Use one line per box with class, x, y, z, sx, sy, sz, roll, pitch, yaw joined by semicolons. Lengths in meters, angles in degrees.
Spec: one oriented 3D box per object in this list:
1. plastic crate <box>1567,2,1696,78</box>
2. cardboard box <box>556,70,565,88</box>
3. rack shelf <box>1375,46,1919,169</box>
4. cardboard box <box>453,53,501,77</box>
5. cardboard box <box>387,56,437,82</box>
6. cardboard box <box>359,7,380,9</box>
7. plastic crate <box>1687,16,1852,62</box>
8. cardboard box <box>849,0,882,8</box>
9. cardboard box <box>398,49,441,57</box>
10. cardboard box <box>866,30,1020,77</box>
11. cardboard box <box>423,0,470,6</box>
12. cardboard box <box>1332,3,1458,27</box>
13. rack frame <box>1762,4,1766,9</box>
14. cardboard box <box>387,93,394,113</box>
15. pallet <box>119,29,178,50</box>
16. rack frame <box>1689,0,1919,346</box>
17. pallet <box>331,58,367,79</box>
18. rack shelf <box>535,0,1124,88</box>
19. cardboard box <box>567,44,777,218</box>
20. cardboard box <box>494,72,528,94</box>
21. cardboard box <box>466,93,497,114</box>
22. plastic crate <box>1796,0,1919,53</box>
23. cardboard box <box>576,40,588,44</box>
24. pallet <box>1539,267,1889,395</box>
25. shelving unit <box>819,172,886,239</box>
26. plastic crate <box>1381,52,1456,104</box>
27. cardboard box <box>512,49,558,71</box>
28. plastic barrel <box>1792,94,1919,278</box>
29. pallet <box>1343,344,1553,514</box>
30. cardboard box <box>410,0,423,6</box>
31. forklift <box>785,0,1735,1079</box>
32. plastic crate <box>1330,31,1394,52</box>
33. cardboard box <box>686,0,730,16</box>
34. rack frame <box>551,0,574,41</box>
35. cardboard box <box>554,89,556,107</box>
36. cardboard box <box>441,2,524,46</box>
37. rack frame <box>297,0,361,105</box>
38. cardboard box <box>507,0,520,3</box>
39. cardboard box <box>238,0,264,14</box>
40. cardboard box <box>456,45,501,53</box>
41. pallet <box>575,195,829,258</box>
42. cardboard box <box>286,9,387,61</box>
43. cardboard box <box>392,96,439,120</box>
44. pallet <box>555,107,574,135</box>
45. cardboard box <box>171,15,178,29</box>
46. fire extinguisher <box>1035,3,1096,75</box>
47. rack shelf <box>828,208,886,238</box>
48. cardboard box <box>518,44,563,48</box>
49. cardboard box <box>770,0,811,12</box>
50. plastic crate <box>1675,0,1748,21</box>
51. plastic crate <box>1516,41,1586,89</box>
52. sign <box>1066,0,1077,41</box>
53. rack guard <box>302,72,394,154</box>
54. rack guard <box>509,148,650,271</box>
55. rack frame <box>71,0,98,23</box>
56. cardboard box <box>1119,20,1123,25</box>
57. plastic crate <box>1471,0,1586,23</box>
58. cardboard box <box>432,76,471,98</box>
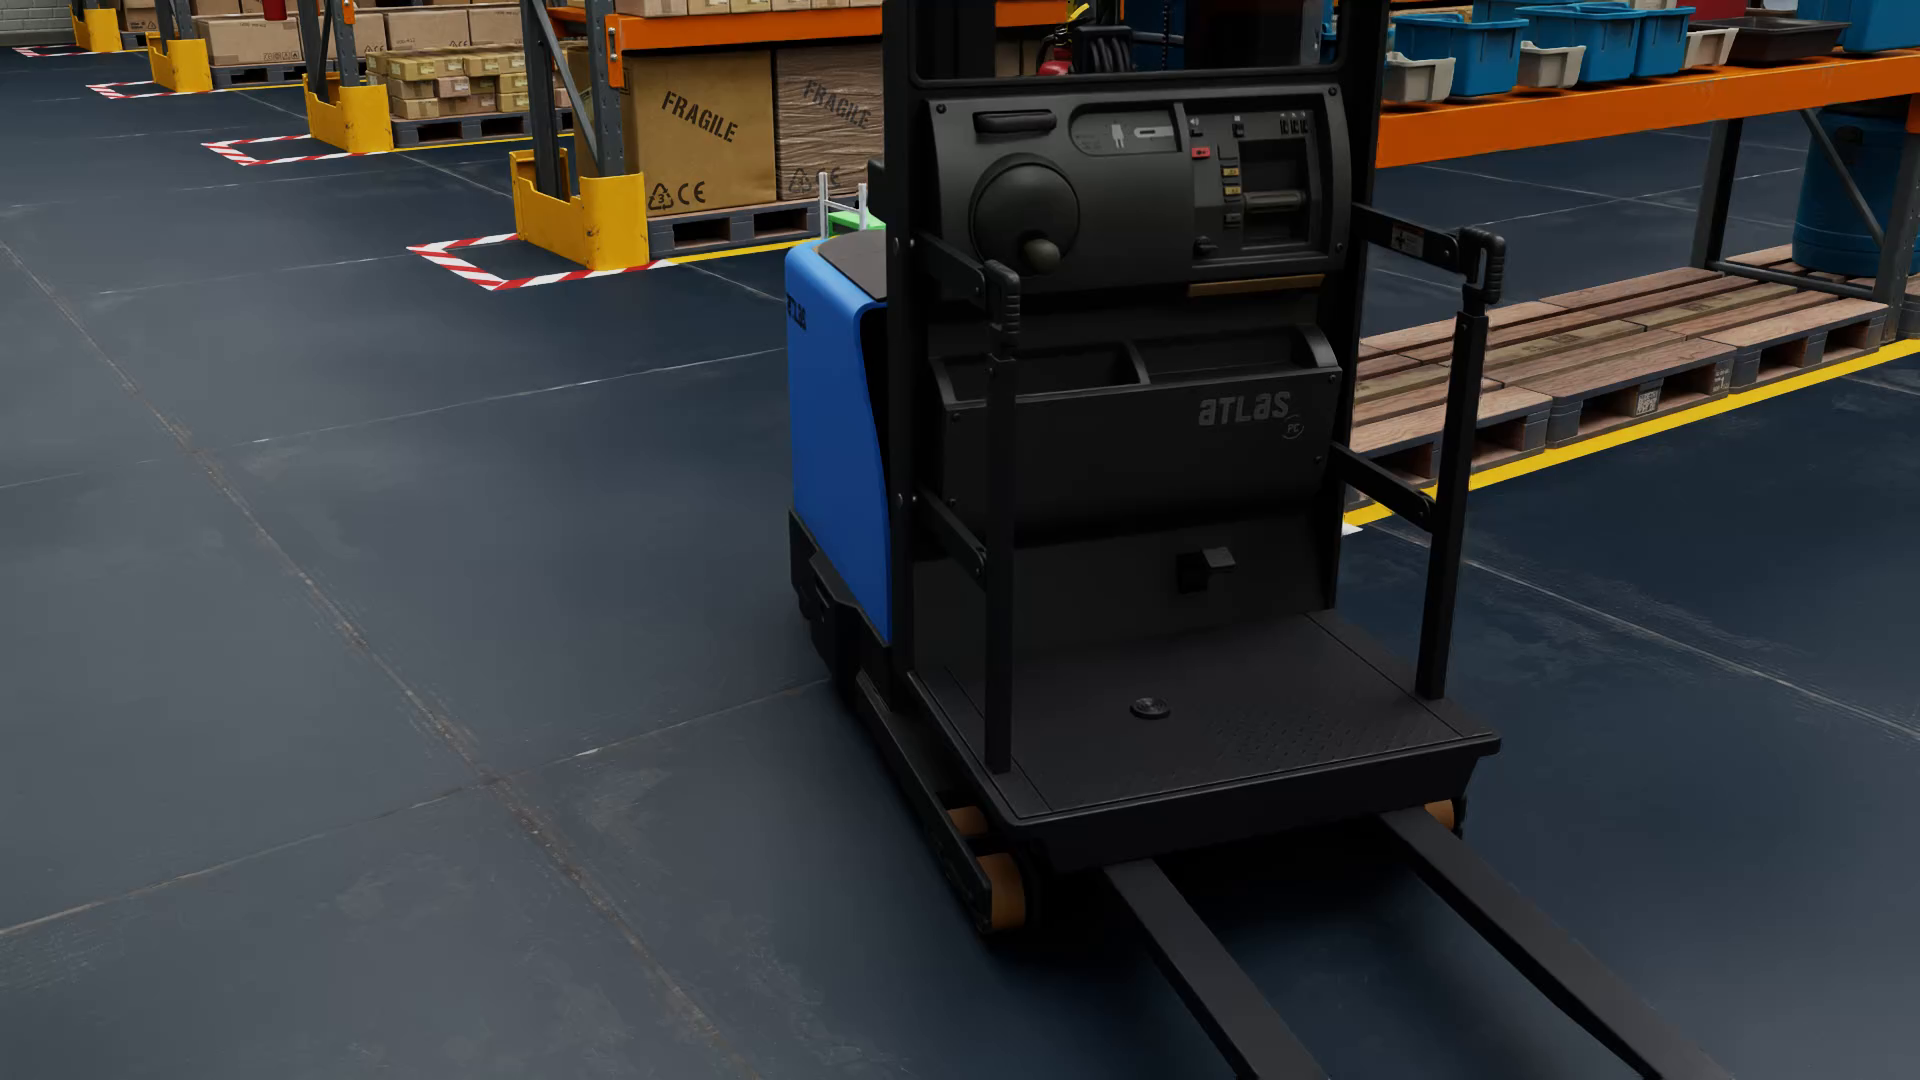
plastic crate;2.437;-1.832;6.086;0.300;0.233;0.416;-15;26;-33
cardboard box;-3.371;-3.929;14.074;0.250;0.149;0.380;-13;25;-30
rack shelf;2.355;-1.677;6.521;4.000;0.370;1.077;-15;26;-33
cardboard box;-3.919;-3.852;13.480;0.250;0.149;0.380;-15;26;-33
cardboard box;-4.352;-3.740;13.200;0.250;0.149;0.380;-16;27;-35
cardboard box;-7.884;-7.070;22.346;0.250;0.149;0.380;-16;27;-34
plastic crate;3.227;-2.021;6.703;0.590;0.125;0.437;-15;26;-33
cardboard box;-0.638;-3.208;9.727;0.250;0.149;0.380;-15;26;-33
cardboard box;-4.457;-3.957;13.743;0.250;0.149;0.380;-14;26;-32
cardboard box;-0.227;-2.828;10.737;0.875;0.875;0.875;-15;26;-33
cardboard box;-7.080;-7.479;22.897;0.500;0.500;0.500;-14;25;-31
cardboard box;3.032;-3.674;12.856;0.875;0.875;1.225;-15;26;-33
rack frame;7.580;-5.665;15.546;0.127;3.000;1.000;-15;26;-33
cardboard box;-4.670;-3.630;13.725;0.250;0.149;0.380;-14;26;-32
pallet;-10.142;-6.436;21.240;1.213;0.211;1.003;-15;26;-33
rack frame;3.978;-2.444;7.473;0.127;3.000;1.000;-15;26;-33
pallet;-6.356;-5.213;18.176;1.213;0.211;1.003;-15;26;-33
rack shelf;-0.538;-3.167;10.255;4.000;0.370;1.077;-15;26;-33
cardboard box;-1.688;-2.439;9.761;0.875;0.875;0.875;-15;26;-33
cardboard box;-3.727;-3.772;13.680;0.250;0.149;0.380;-14;26;-31
cardboard box;-4.001;-3.607;13.668;0.250;0.149;0.380;-15;26;-32
plastic crate;3.799;-2.260;6.954;0.575;0.384;0.392;-15;26;-33
cardboard box;-3.190;-4.294;14.587;0.250;0.149;0.380;-16;27;-35
pallet;3.404;-0.978;7.561;1.213;0.211;1.003;-15;26;-33
shelving unit;-0.136;-0.524;5.088;0.503;1.200;0.258;-14;26;-32
plastic crate;1.433;-1.482;5.338;0.298;0.136;0.250;-15;26;-33
cardboard box;-3.536;-3.988;13.820;0.250;0.149;0.380;-14;26;-31
plastic barrel;4.430;-1.777;8.066;0.708;0.901;0.600;-15;26;-33
pallet;1.424;-0.449;6.238;1.213;0.211;1.003;-15;26;-33
cardboard box;-7.378;-7.637;23.293;0.500;0.500;0.500;-15;26;-33
forklift;0.457;-0.727;3.264;1.130;2.935;3.031;-7;23;-17
plastic crate;1.531;-1.772;6.066;0.243;0.136;0.396;-15;26;-33
cardboard box;-1.473;-2.985;9.168;0.250;0.149;0.380;-15;26;-34
rack frame;-4.702;-6.915;18.678;0.127;3.000;1.000;-15;26;-33
cardboard box;-3.578;-3.713;13.935;0.250;0.149;0.380;-15;26;-33
cardboard box;-5.274;-5.816;18.816;0.875;0.438;0.875;-15;26;-34
rack frame;-4.976;-4.582;12.831;0.127;3.000;1.000;-15;26;-33
cardboard box;-6.245;-7.704;23.460;0.500;0.500;0.500;-16;27;-34
cardboard box;-9.095;-6.937;21.540;0.500;0.500;0.500;-14;26;-32
cardboard box;-4.073;-4.088;14.072;0.250;0.149;0.380;-16;27;-35
pallet;-1.558;-1.969;10.047;1.213;0.211;1.003;-15;26;-33
cardboard box;-6.733;-5.428;17.842;0.875;0.438;0.875;-14;26;-31
cardboard box;-4.364;-3.470;13.325;0.250;0.149;0.380;-14;26;-32
pallet;-3.245;-3.731;14.461;1.213;0.211;1.003;-15;26;-33
cardboard box;-9.931;-6.597;21.161;0.250;0.149;0.380;-16;27;-35
fire extinguisher;0.344;-1.473;5.647;0.183;0.674;0.296;-15;26;-33
rack shelf;-0.135;-0.910;4.933;0.480;0.148;0.258;-14;26;-32
cardboard box;-3.609;-4.187;14.319;0.250;0.149;0.380;-16;27;-35
cardboard box;-1.054;-3.097;9.449;0.250;0.149;0.380;-15;26;-34
plastic crate;3.107;-2.383;7.154;0.583;0.464;0.402;-15;26;-33
plastic crate;1.984;-1.629;5.706;0.298;0.136;0.250;-15;26;-33
sign;0.397;-1.816;5.679;0.005;0.325;0.100;-15;26;-33
rack guard;-4.914;-3.437;13.336;0.348;0.500;1.175;-15;26;-33
rack guard;-2.181;-1.902;9.487;0.348;0.500;1.175;-15;26;-33
rack frame;-10.851;-7.542;20.249;0.127;3.000;1.000;-15;26;-33
cardboard box;1.594;-3.286;11.885;0.875;0.875;1.225;-15;26;-33
plastic crate;2.249;-2.050;6.630;0.300;0.233;0.416;-15;26;-33
cardboard box;-4.145;-3.669;13.423;0.250;0.149;0.380;-15;26;-33
